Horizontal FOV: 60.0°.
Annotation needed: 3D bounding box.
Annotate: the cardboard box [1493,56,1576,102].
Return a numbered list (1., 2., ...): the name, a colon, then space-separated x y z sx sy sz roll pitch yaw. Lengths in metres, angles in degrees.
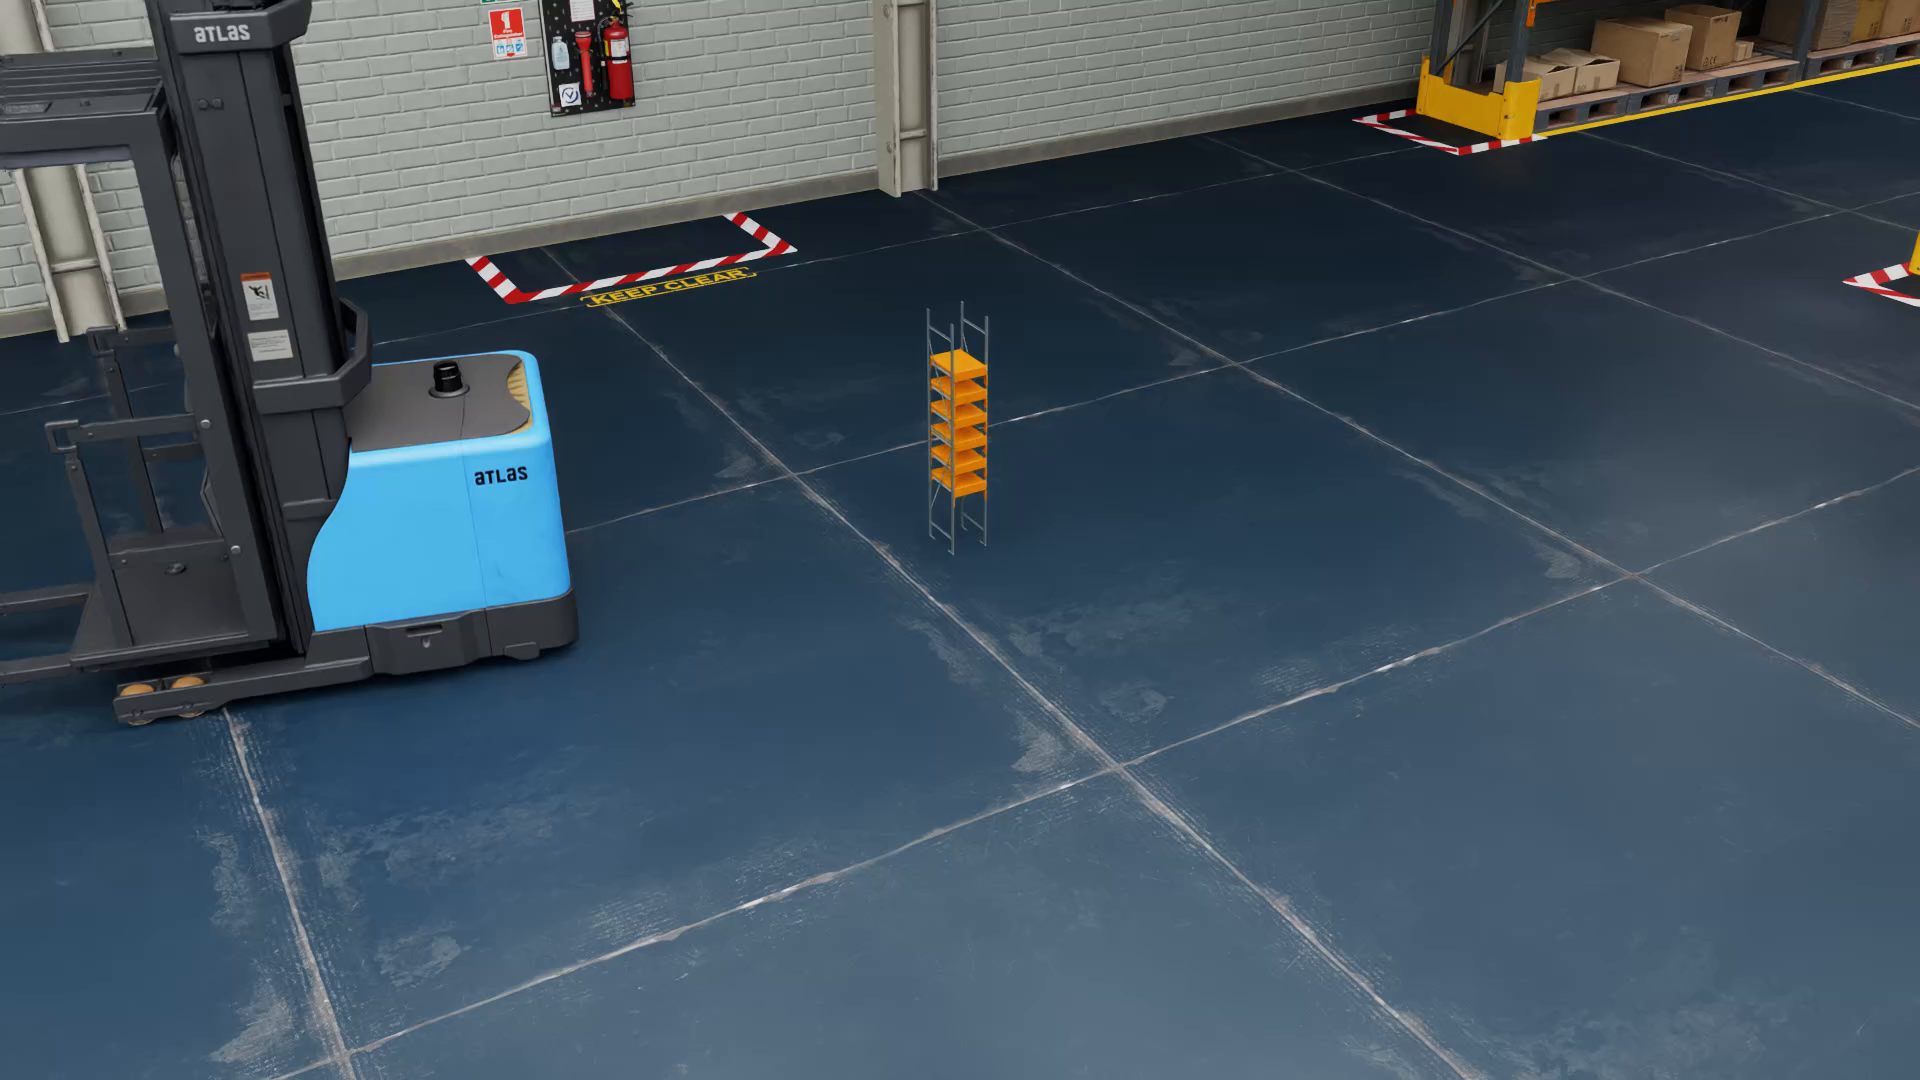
1. cardboard box: 5.229 -4.224 15.127 0.500 0.311 0.500 -20 35 -32

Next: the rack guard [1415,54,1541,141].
1. rack guard: 4.652 -4.001 14.982 0.348 0.500 1.175 -16 33 -26

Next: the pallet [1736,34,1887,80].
1. pallet: 8.706 -5.026 17.139 1.213 0.211 1.003 -16 33 -26

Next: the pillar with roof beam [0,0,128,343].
1. pillar with roof beam: -3.413 -3.504 5.286 0.400 9.000 9.100 -16 33 -26

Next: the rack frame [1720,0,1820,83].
1. rack frame: 8.036 -6.056 16.119 0.127 3.000 1.000 -16 33 -26

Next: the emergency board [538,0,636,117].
1. emergency board: -2.571 -3.551 11.579 0.643 1.169 0.194 -16 33 -26

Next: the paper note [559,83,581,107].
1. paper note: -2.758 -3.150 11.766 0.142 0.148 0.016 -16 33 -26

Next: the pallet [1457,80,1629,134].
1. pallet: 5.371 -4.058 15.385 1.213 0.211 1.003 -16 33 -26

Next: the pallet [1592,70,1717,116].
1. pallet: 6.421 -4.355 15.923 1.213 0.211 1.003 -16 33 -26

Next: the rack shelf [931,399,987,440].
1. rack shelf: -0.012 -0.588 7.917 0.180 0.103 0.258 -16 33 -26

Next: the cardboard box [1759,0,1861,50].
1. cardboard box: 8.662 -5.341 16.955 0.500 0.500 0.700 -15 32 -25

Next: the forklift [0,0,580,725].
1. forklift: -3.258 -0.804 6.674 3.031 2.935 1.130 -8 30 -14

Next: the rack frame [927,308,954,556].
1. rack frame: -0.091 -0.499 7.913 0.006 1.200 0.240 -16 33 -26

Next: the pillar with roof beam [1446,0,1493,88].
1. pillar with roof beam: 6.933 -6.441 10.609 0.400 9.000 9.100 -16 33 -26

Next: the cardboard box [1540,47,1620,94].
1. cardboard box: 5.721 -4.363 15.380 0.500 0.311 0.500 -13 31 -22

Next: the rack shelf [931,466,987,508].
1. rack shelf: -0.012 -0.273 8.091 0.180 0.103 0.258 -16 33 -26

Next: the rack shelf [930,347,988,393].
1. rack shelf: -0.012 -0.798 7.801 0.180 0.103 0.258 -16 33 -26

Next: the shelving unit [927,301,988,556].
1. shelving unit: -0.012 -0.522 7.954 0.189 1.200 0.258 -16 33 -26

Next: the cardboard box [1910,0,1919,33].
1. cardboard box: 9.973 -5.724 17.649 0.500 0.500 0.700 -16 33 -27

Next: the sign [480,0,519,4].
1. sign: -3.091 -3.703 11.270 0.331 0.109 0.001 -16 33 -26

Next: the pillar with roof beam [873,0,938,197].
1. pillar with roof beam: 1.760 -4.973 7.947 0.400 9.000 9.100 -16 33 -26

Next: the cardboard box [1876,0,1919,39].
1. cardboard box: 9.542 -5.596 17.418 0.500 0.500 0.700 -15 32 -26

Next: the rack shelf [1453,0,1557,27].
1. rack shelf: 6.311 -5.251 15.405 4.000 0.370 1.077 -16 33 -26

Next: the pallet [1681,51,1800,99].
1. pallet: 7.475 -4.656 16.468 1.213 0.211 1.003 -16 33 -26

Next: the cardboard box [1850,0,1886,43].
1. cardboard box: 9.082 -5.488 17.222 0.500 0.500 0.700 -17 33 -27

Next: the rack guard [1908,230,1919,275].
1. rack guard: 7.079 -1.914 11.200 0.348 0.500 1.175 -16 33 -26

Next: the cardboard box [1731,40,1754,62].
1. cardboard box: 7.590 -4.864 16.437 0.250 0.166 0.380 -21 35 -33

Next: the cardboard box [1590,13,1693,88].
1. cardboard box: 6.378 -4.605 15.621 0.500 0.500 0.700 -18 34 -29

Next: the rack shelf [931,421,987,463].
1. rack shelf: -0.012 -0.483 7.975 0.180 0.103 0.258 -16 33 -26

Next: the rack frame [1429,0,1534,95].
1. rack frame: 4.587 -5.077 14.344 0.127 3.000 1.000 -16 33 -26

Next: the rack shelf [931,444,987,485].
1. rack shelf: -0.012 -0.378 8.033 0.180 0.103 0.258 -16 33 -26

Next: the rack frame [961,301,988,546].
1. rack frame: 0.066 -0.544 7.994 0.006 1.200 0.240 -16 33 -26

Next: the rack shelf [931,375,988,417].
1. rack shelf: -0.012 -0.693 7.859 0.180 0.103 0.258 -16 33 -26

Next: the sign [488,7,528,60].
1. sign: -3.100 -3.474 11.403 0.234 0.329 0.001 -16 33 -26

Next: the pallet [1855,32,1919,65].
1. pallet: 9.759 -5.327 17.683 1.213 0.211 1.003 -16 33 -26

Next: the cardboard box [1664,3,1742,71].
1. cardboard box: 7.161 -4.883 16.126 0.500 0.500 0.500 -19 34 -30
